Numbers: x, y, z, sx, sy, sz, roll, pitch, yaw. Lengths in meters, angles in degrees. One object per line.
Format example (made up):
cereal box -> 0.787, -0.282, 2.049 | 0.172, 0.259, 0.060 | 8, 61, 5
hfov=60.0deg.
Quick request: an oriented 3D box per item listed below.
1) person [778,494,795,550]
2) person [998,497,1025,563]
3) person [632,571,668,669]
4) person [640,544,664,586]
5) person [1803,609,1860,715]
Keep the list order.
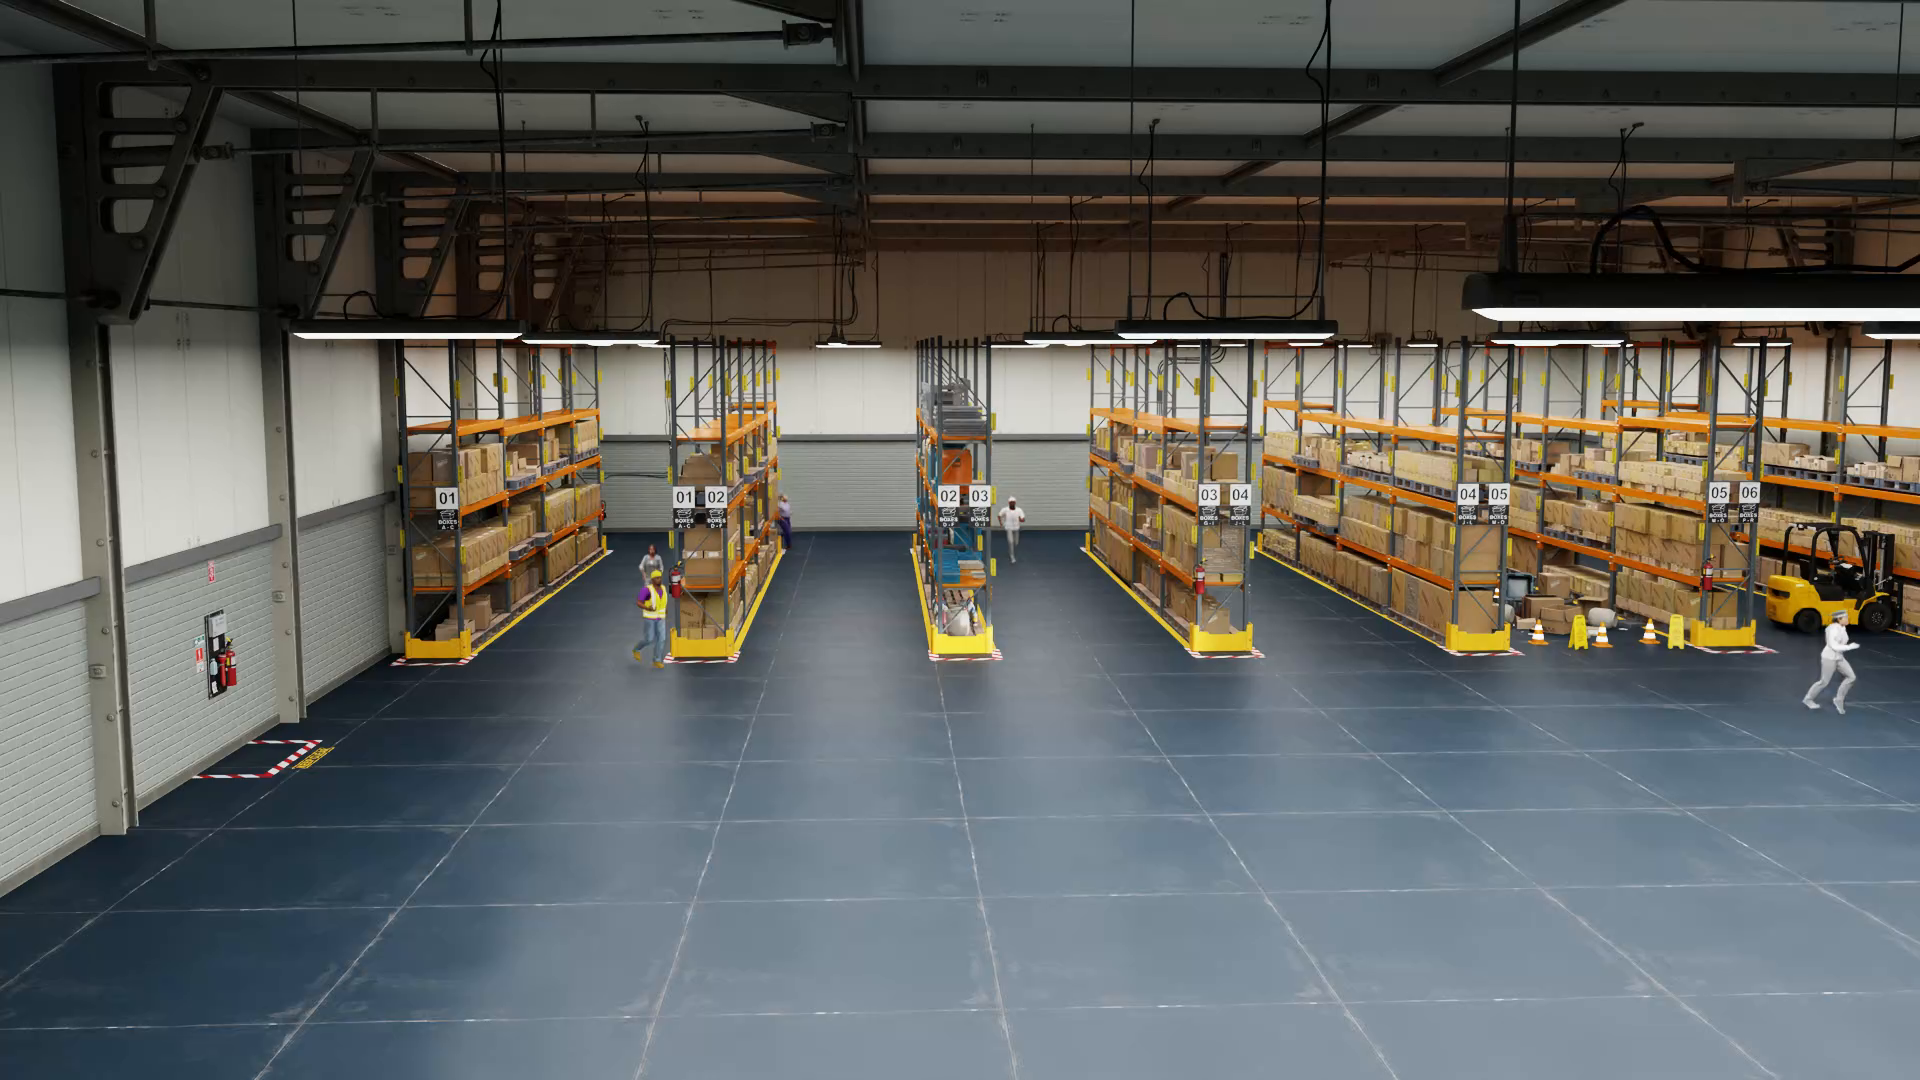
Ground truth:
person -> -5.149, -0.528, 48.152 | 0.767, 1.624, 0.616 | 3, 7, 26
person -> 1.422, -0.293, 45.107 | 0.707, 1.744, 0.952 | -2, 7, -14
person -> -5.575, 1.426, 30.283 | 0.707, 1.760, 0.855 | -6, 9, -42
person -> -6.632, 0.879, 35.765 | 0.513, 1.553, 0.601 | -1, 7, -9
person -> 13.798, 1.905, 26.306 | 0.801, 1.694, 0.640 | 6, 9, 44
